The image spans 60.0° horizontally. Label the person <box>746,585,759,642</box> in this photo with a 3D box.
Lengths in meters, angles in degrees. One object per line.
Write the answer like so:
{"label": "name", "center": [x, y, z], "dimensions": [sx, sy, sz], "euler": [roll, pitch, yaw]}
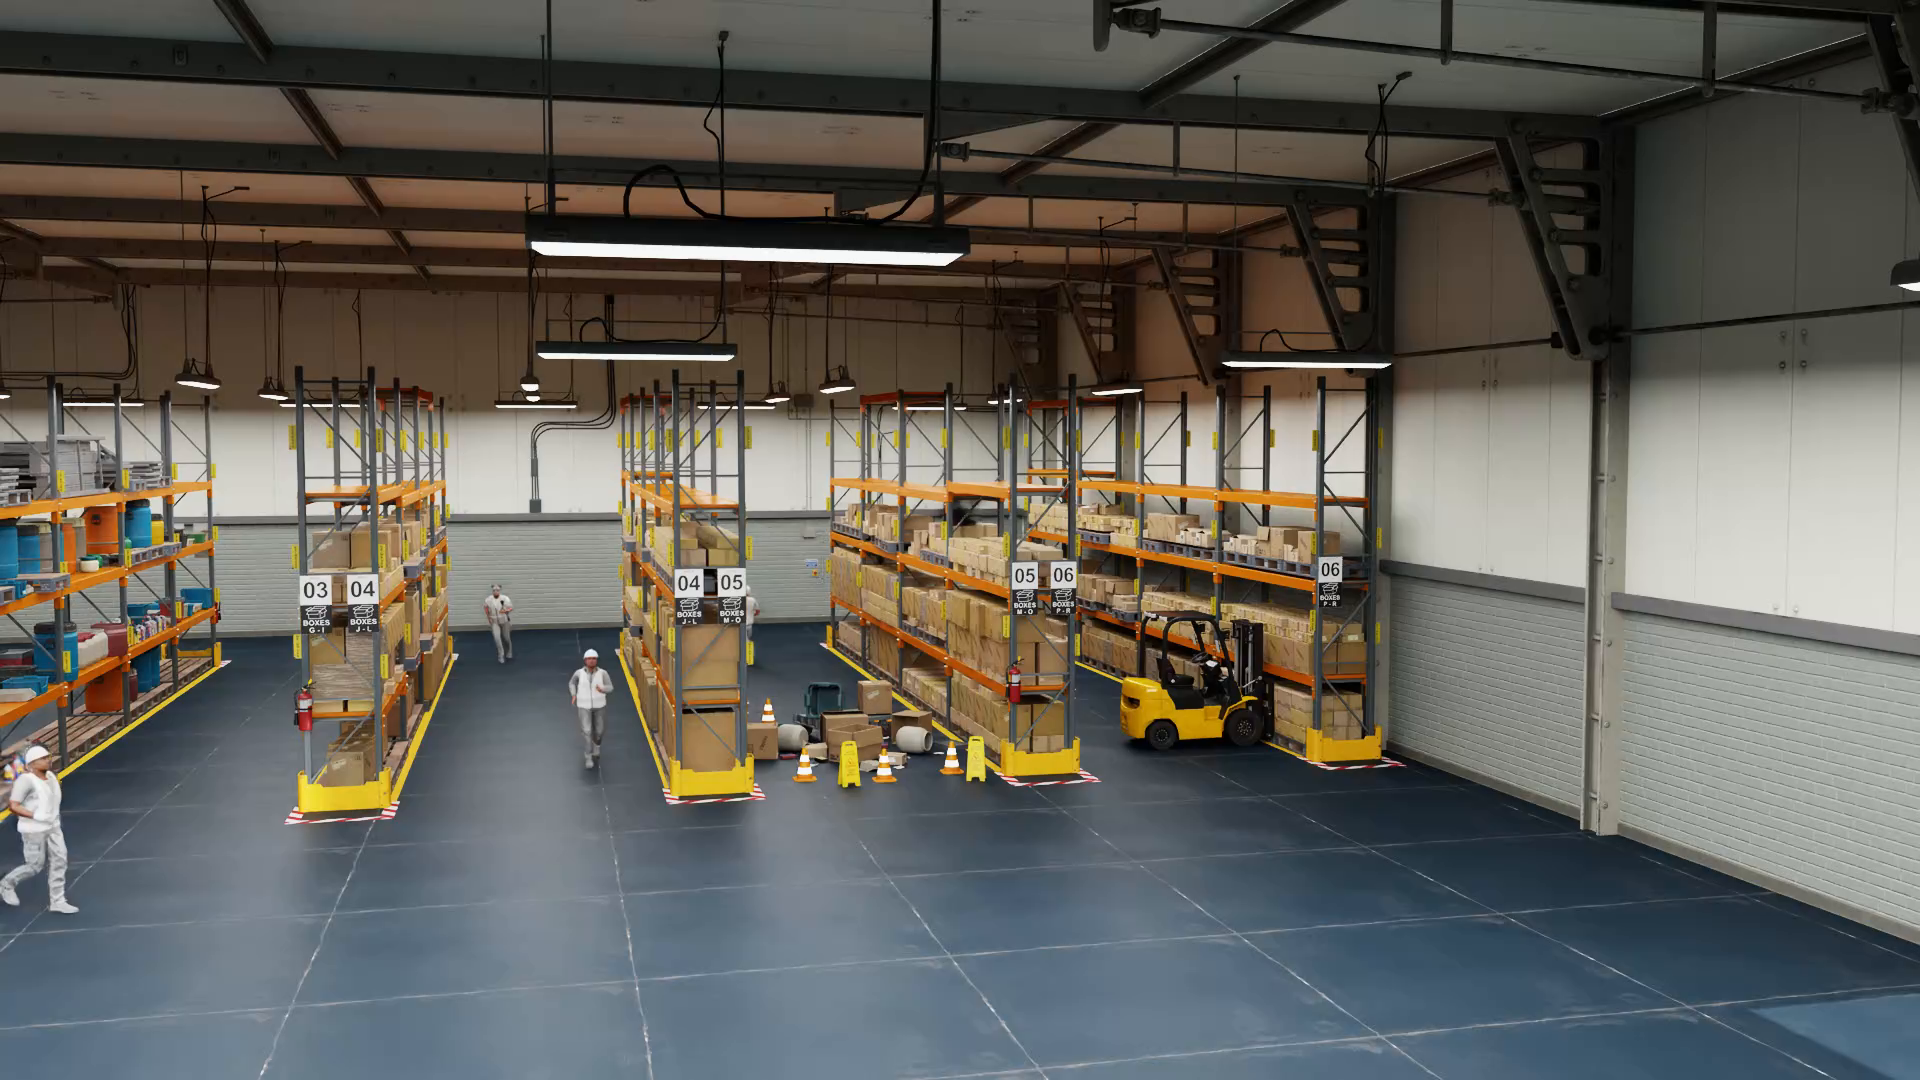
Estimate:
{"label": "person", "center": [-4.879, 1.885, 37.595], "dimensions": [0.649, 1.740, 0.603], "euler": [-2, 4, -27]}

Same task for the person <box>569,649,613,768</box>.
{"label": "person", "center": [-5.676, 2.564, 25.619], "dimensions": [0.656, 1.758, 0.970], "euler": [-1, 4, -17]}

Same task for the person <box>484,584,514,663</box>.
{"label": "person", "center": [-10.461, 1.874, 37.724], "dimensions": [0.654, 1.763, 0.902], "euler": [-1, 4, -14]}

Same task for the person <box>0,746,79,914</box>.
{"label": "person", "center": [-9.781, 3.069, 17.603], "dimensions": [0.885, 1.777, 0.682], "euler": [1, 3, 9]}
